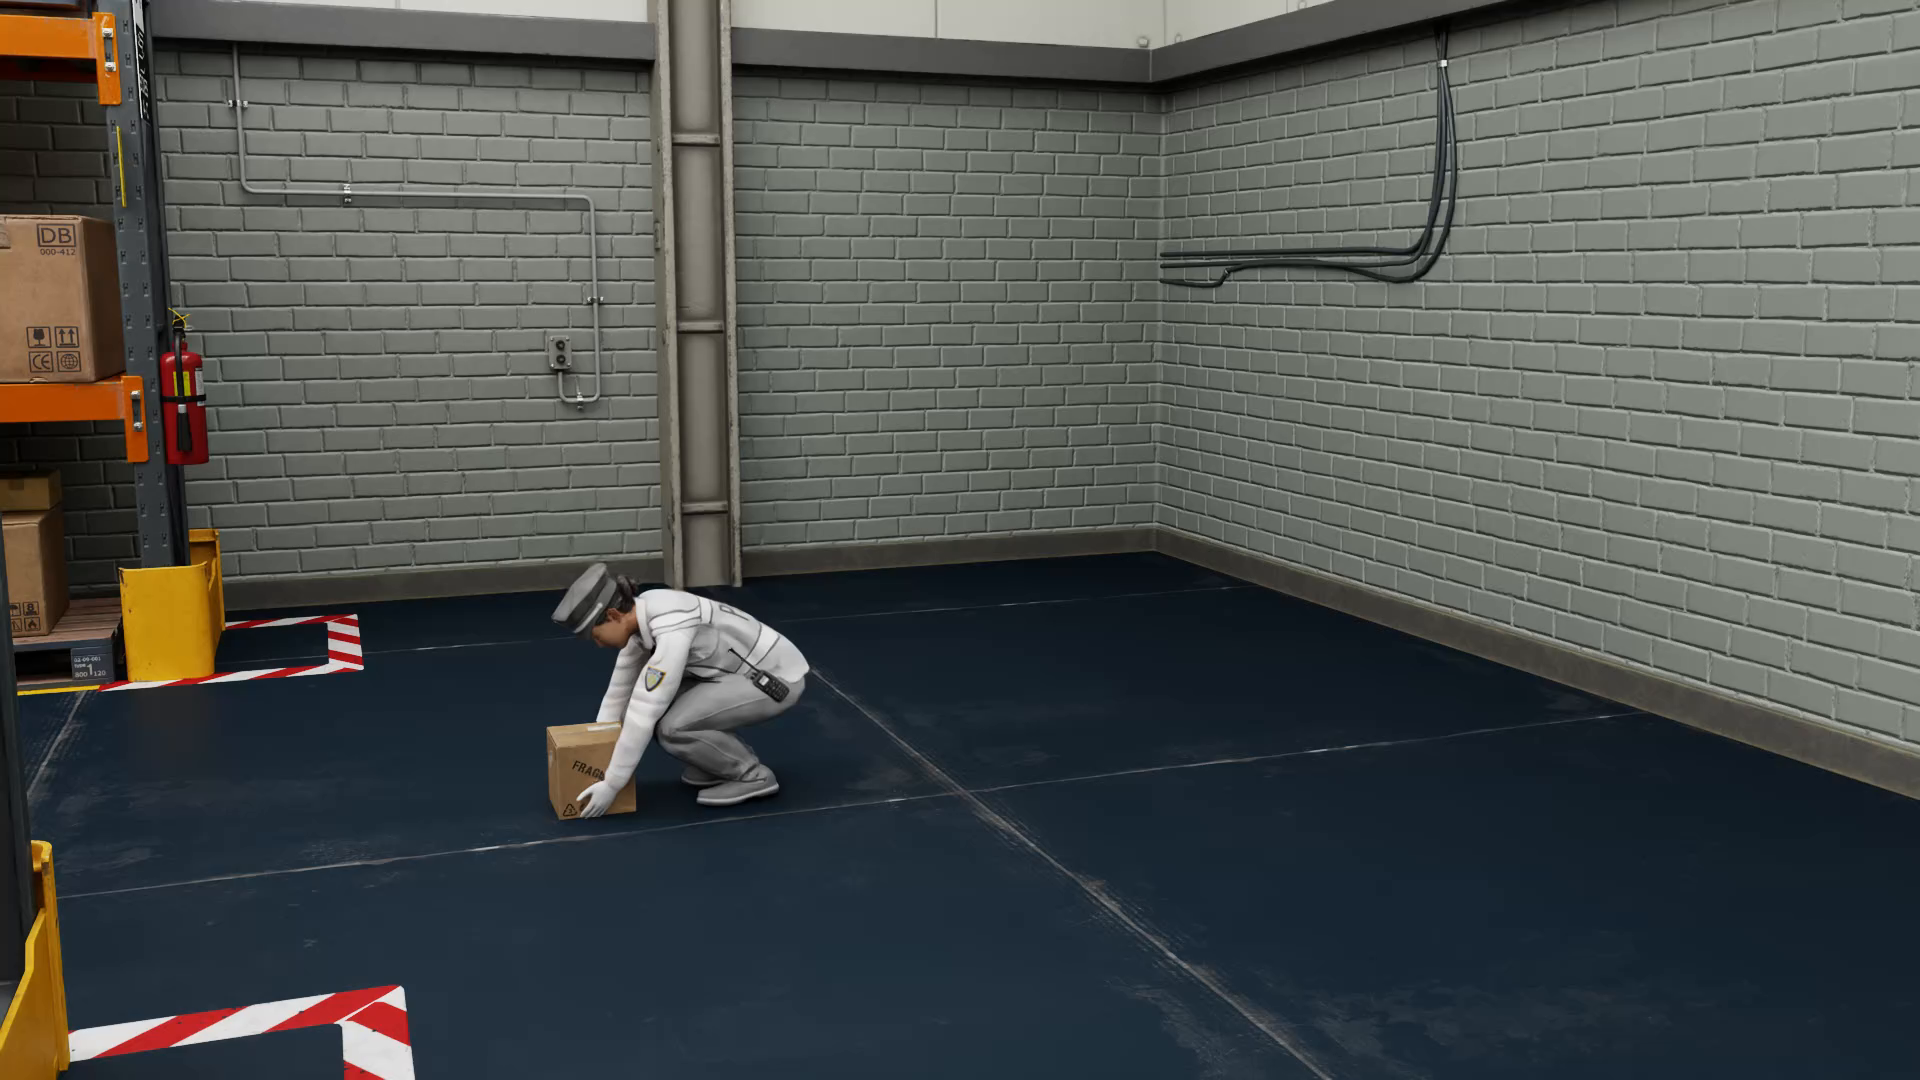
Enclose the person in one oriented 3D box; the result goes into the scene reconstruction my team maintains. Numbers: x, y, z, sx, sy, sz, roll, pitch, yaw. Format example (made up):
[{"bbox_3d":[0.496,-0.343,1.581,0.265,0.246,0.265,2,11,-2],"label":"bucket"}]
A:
[{"bbox_3d":[-0.938,0.474,5.607,0.863,0.851,0.478,-3,10,-21],"label":"person"}]
